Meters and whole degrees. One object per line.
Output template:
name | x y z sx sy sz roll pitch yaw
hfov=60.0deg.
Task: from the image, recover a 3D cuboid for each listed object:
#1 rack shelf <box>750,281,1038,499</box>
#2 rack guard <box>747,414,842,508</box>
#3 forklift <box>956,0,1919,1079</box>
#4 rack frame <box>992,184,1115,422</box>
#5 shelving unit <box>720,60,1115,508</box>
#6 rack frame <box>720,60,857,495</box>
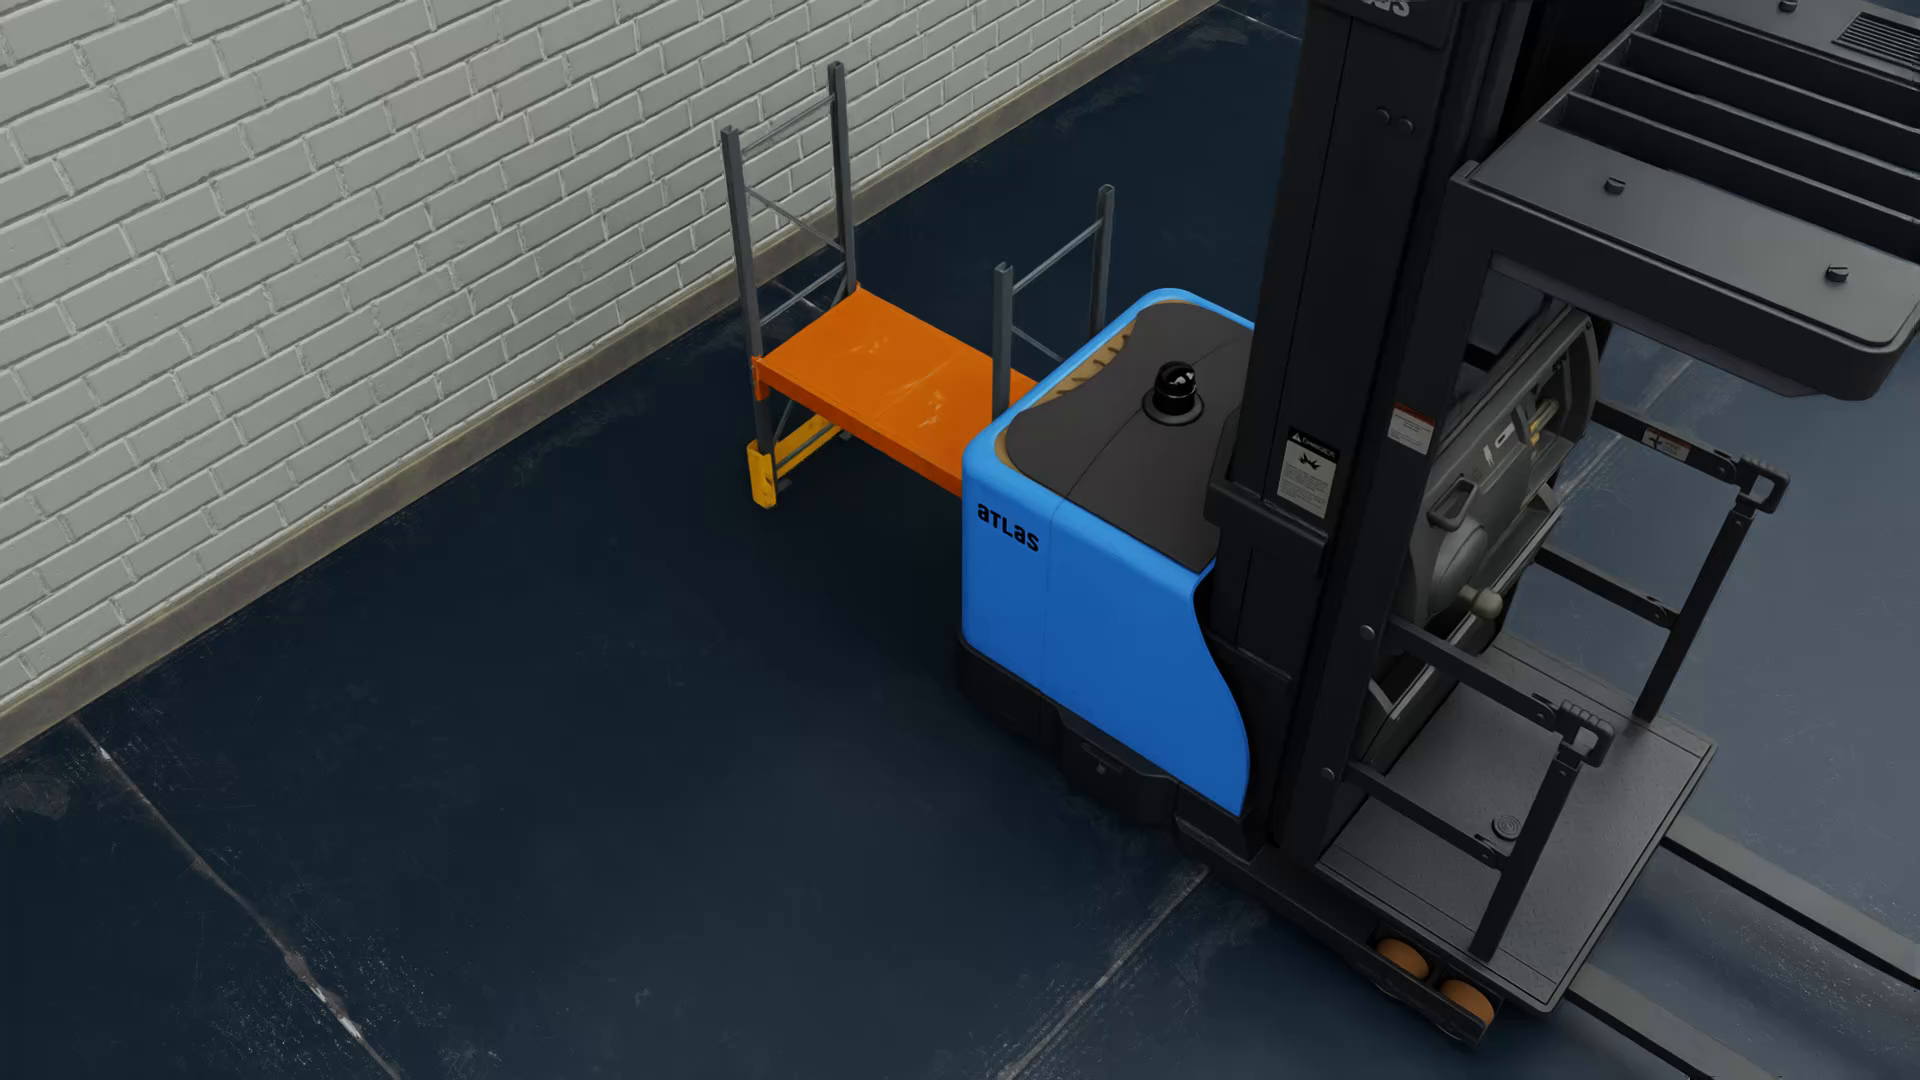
rack shelf | -0.131 -0.444 5.385 1.000 0.185 0.538 31 54 26
rack guard | -0.522 -0.375 5.931 0.087 0.250 0.587 31 54 26
forklift | 1.446 -0.098 3.832 3.031 2.935 1.130 31 54 26
rack frame | 0.261 -0.331 5.032 0.032 1.500 0.500 31 54 26
shelving unit | -0.138 -0.572 5.258 1.083 1.500 0.587 31 54 26
rack frame | -0.523 -0.804 5.476 0.032 1.500 0.500 31 54 26
